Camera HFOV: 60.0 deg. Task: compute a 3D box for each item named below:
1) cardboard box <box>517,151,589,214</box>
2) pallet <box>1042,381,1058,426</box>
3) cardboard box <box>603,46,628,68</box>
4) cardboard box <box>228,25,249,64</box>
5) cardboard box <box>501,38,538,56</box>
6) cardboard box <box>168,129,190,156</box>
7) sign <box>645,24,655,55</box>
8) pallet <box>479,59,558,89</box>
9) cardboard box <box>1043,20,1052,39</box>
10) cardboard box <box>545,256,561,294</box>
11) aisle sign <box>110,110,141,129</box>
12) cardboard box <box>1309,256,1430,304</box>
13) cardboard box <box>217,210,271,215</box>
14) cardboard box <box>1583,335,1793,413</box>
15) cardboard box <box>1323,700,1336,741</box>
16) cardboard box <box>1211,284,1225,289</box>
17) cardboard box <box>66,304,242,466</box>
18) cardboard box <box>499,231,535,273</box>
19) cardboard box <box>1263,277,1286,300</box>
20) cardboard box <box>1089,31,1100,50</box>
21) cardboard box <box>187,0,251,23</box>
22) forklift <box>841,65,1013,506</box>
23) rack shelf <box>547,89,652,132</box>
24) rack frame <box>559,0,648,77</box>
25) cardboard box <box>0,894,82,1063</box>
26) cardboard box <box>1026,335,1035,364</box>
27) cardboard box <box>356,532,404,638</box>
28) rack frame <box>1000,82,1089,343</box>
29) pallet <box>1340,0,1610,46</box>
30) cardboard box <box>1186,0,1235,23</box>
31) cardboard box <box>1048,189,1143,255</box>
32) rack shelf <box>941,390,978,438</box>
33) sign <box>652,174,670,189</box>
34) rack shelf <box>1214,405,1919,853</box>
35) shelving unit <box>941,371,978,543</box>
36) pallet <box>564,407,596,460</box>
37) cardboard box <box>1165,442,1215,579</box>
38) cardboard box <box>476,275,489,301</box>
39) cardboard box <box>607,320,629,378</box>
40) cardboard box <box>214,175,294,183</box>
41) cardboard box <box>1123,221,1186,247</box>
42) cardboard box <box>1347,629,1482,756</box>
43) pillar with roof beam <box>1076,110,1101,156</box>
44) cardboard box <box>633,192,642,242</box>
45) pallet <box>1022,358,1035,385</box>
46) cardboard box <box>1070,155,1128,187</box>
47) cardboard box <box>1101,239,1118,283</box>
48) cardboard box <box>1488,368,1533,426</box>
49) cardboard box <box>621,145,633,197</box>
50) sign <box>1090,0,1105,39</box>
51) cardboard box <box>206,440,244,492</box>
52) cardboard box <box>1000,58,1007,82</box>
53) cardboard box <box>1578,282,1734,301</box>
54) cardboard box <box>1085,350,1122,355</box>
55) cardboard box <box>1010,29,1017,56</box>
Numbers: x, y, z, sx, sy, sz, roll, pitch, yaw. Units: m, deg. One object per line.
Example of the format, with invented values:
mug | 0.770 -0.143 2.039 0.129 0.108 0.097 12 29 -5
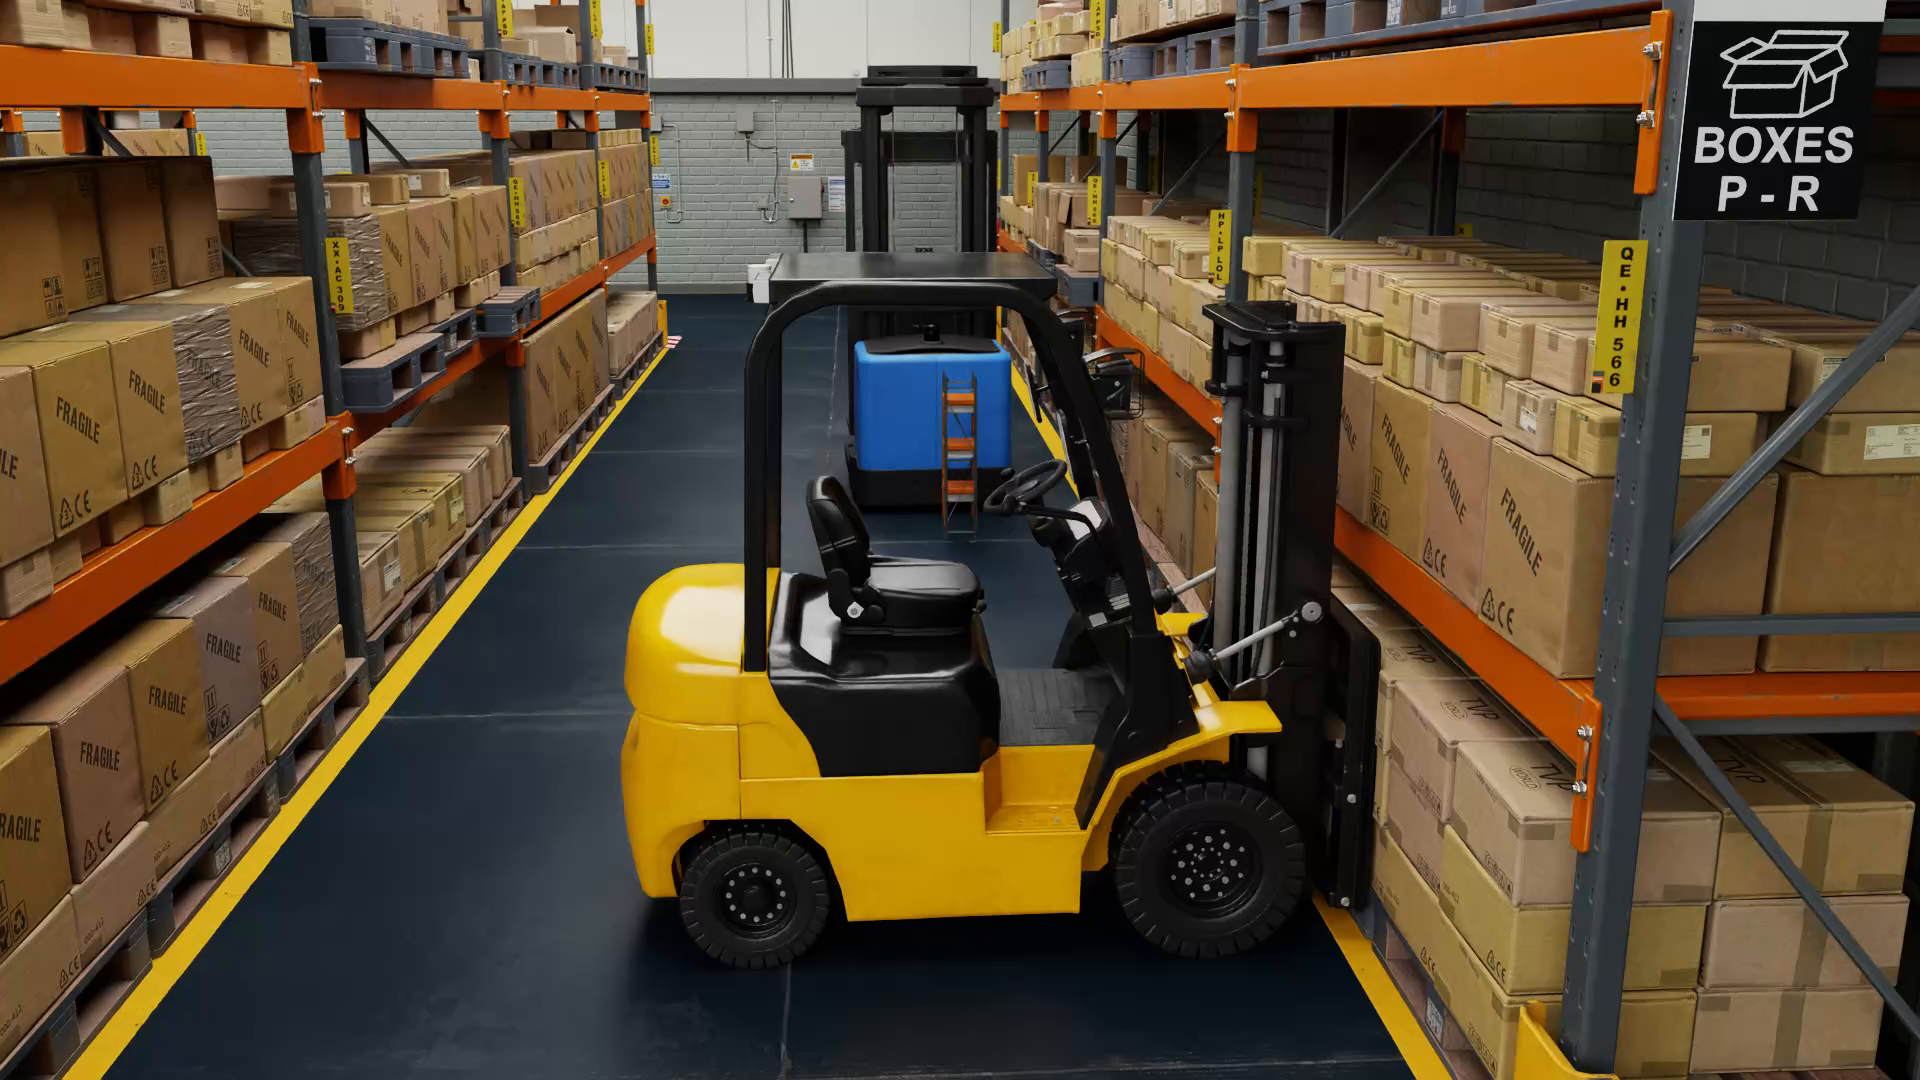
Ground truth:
cardboard box | -3.426 -3.008 13.990 0.500 0.500 0.500 -1 14 -2
pallet | 1.299 -1.237 14.909 1.003 0.211 1.213 -1 14 -3
cardboard box | -3.873 -5.227 18.061 0.500 0.250 0.500 -2 15 -9
cardboard box | -2.996 -1.915 6.433 0.380 0.149 0.250 -1 14 -3
cardboard box | -3.476 -3.786 12.828 0.380 0.166 0.250 0 14 1
cardboard box | -8.649 -4.171 17.914 0.500 0.500 0.500 -1 14 -5
sign | -3.449 -5.554 18.455 0.100 0.325 0.005 -1 14 -3
pallet | -3.661 -3.515 12.527 1.003 0.211 1.213 0 14 -1
cardboard box | 0.895 -4.242 13.837 0.380 0.149 0.250 -1 14 -4
cardboard box | -3.351 -2.027 12.687 0.500 0.250 0.500 0 14 -2
aisle sign | -9.229 -4.877 18.244 0.394 0.787 0.004 -1 14 -3
cardboard box | 1.517 -0.965 6.159 0.380 0.149 0.250 -1 14 -4
cardboard box | -3.537 -1.352 8.121 0.500 0.500 0.500 -1 14 -3
cardboard box | 1.722 -0.397 3.949 0.380 0.149 0.250 -1 14 -3
cardboard box | 1.511 0.588 5.893 0.500 0.250 0.500 -1 14 -4
cardboard box | 1.429 -1.307 8.085 0.380 0.149 0.250 -1 14 -4
cardboard box | -2.897 -0.551 5.849 0.500 0.500 0.500 0 14 -2
cardboard box | -3.280 -2.016 11.639 0.500 0.250 0.500 -1 14 -4
cardboard box | 1.481 -1.014 6.945 0.380 0.149 0.250 -1 14 -2
cardboard box | 1.150 -3.643 12.147 0.380 0.149 0.250 -1 14 -3
cardboard box | -2.919 -2.014 6.020 0.500 0.250 0.500 -1 14 -4
forklift | -0.303 -1.965 12.282 1.130 2.935 3.031 -1 14 -6
rack shelf | -3.867 -4.313 16.693 1.077 0.370 4.000 -1 14 -3
rack frame | -3.991 -6.611 18.163 1.000 3.000 0.127 -1 14 -3
cardboard box | -2.774 1.197 4.531 0.500 0.250 0.500 -1 14 -4
cardboard box | 0.861 -1.891 16.500 0.396 0.266 0.258 0 14 -1
cardboard box | -3.283 0.217 8.093 0.950 0.372 0.625 -1 14 -3
rack frame | 0.963 -3.784 19.212 1.000 3.000 0.127 -1 14 -3
pallet | 1.857 -1.695 5.251 1.003 0.211 1.213 -1 14 -3
cardboard box | 1.335 -2.651 8.250 0.380 0.149 0.250 -1 14 -4
cardboard box | 1.098 -2.593 13.540 0.700 0.500 0.500 -1 14 -4
rack shelf | -0.003 -0.786 10.379 0.215 0.259 0.240 -1 14 -3
sign | -4.416 -5.253 24.382 0.327 0.218 0.001 -1 14 -3
rack shelf | 1.830 0.047 5.769 1.077 0.370 4.000 -1 14 -3
shelving unit | -0.003 -0.522 10.447 0.215 1.050 0.252 -1 14 -3
pallet | -3.542 -0.866 13.468 1.003 0.211 1.213 -1 14 -3
cardboard box | 1.622 -0.175 9.110 0.875 0.625 0.625 -1 14 -4
cardboard box | -3.084 -1.530 10.114 0.380 0.149 0.250 -2 15 -6
cardboard box | -3.675 -1.832 15.924 0.875 0.438 0.875 -1 14 -4
cardboard box | -3.598 -1.782 8.490 0.380 0.149 0.250 -2 15 -6
cardboard box | 1.244 -1.943 10.555 0.380 0.149 0.250 0 14 -2
cardboard box | 1.536 0.478 5.319 0.500 0.250 0.500 -1 14 -3
pillar with roof beam | -2.601 -7.307 20.866 9.100 9.000 0.400 -1 14 -3
cardboard box | -3.639 -3.386 17.465 0.500 0.500 0.500 0 14 -2
pallet | 1.169 -1.609 16.357 1.003 0.211 1.213 -1 14 -3
cardboard box | 1.384 -3.598 16.689 0.500 0.500 0.500 -1 14 -5
cardboard box | 1.217 -1.849 10.990 0.500 0.250 0.500 -1 14 -3
cardboard box | 1.652 -0.377 4.471 0.380 0.149 0.250 -1 14 -2
cardboard box | -3.605 -3.745 16.854 0.500 0.500 0.500 -1 14 -4
sign | 0.917 -3.489 11.010 0.100 0.325 0.005 -1 14 -3
cardboard box | -2.857 -0.272 6.068 0.380 0.149 0.250 -1 14 -4
cardboard box | 0.717 -5.193 18.374 0.500 0.250 0.500 -1 14 -4
cardboard box | 2.174 -0.723 5.216 0.380 0.149 0.250 -1 14 -5
cardboard box | 1.155 -1.353 12.639 0.380 0.149 0.250 -1 14 -5
cardboard box | 0.797 -5.184 17.336 0.500 0.250 0.500 -1 14 -4
